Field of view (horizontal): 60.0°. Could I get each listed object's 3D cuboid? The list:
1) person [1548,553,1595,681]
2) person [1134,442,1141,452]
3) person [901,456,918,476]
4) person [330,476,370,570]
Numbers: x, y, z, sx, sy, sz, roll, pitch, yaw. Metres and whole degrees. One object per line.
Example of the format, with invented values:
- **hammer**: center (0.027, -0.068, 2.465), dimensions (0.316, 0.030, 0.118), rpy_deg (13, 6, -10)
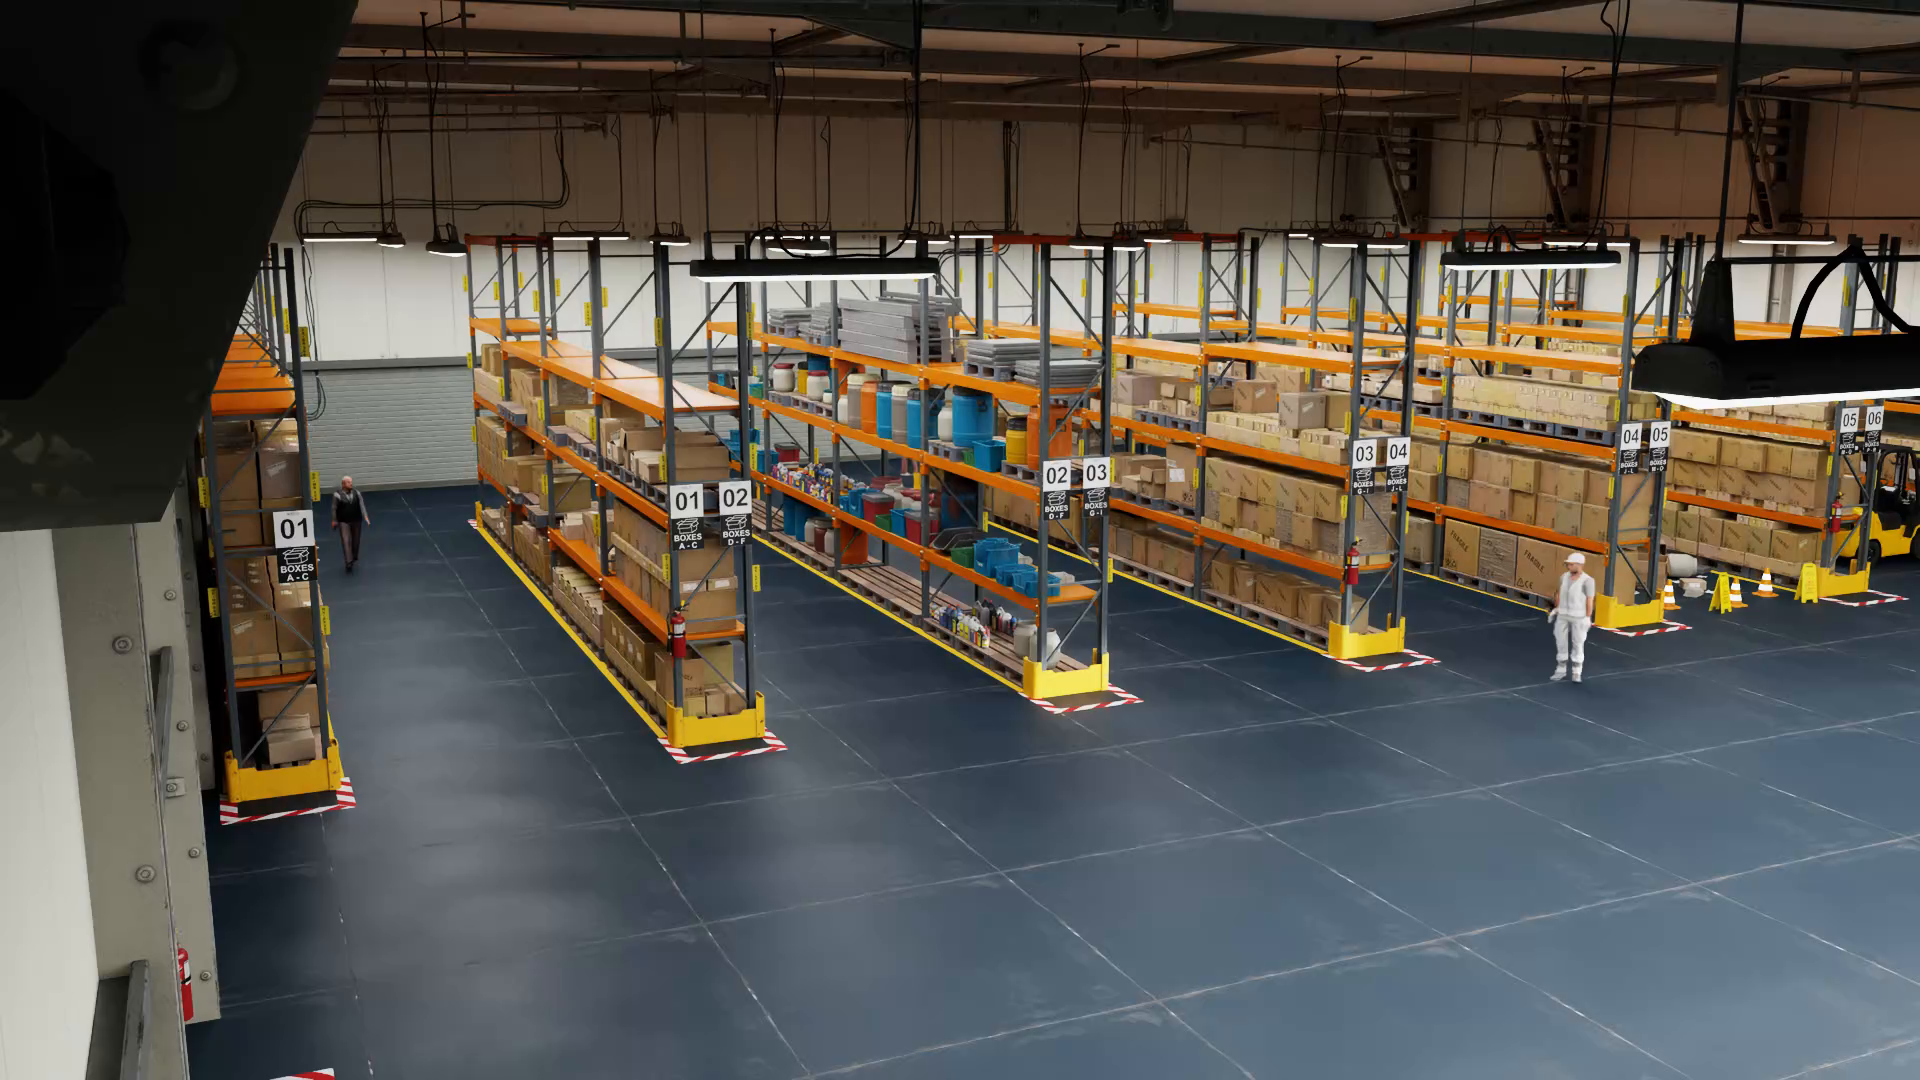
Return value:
- **person**: center (8.426, 1.068, 22.959), dimensions (0.619, 1.823, 0.365), rpy_deg (9, 14, 37)
- **person**: center (4.688, -3.095, 44.420), dimensions (0.592, 1.741, 0.690), rpy_deg (6, 12, 27)
- **person**: center (-1.216, -2.396, 41.202), dimensions (0.459, 1.677, 0.588), rpy_deg (-8, 14, -36)
- **person**: center (-11.153, -0.290, 30.414), dimensions (0.652, 1.584, 1.045), rpy_deg (-5, 12, -25)
